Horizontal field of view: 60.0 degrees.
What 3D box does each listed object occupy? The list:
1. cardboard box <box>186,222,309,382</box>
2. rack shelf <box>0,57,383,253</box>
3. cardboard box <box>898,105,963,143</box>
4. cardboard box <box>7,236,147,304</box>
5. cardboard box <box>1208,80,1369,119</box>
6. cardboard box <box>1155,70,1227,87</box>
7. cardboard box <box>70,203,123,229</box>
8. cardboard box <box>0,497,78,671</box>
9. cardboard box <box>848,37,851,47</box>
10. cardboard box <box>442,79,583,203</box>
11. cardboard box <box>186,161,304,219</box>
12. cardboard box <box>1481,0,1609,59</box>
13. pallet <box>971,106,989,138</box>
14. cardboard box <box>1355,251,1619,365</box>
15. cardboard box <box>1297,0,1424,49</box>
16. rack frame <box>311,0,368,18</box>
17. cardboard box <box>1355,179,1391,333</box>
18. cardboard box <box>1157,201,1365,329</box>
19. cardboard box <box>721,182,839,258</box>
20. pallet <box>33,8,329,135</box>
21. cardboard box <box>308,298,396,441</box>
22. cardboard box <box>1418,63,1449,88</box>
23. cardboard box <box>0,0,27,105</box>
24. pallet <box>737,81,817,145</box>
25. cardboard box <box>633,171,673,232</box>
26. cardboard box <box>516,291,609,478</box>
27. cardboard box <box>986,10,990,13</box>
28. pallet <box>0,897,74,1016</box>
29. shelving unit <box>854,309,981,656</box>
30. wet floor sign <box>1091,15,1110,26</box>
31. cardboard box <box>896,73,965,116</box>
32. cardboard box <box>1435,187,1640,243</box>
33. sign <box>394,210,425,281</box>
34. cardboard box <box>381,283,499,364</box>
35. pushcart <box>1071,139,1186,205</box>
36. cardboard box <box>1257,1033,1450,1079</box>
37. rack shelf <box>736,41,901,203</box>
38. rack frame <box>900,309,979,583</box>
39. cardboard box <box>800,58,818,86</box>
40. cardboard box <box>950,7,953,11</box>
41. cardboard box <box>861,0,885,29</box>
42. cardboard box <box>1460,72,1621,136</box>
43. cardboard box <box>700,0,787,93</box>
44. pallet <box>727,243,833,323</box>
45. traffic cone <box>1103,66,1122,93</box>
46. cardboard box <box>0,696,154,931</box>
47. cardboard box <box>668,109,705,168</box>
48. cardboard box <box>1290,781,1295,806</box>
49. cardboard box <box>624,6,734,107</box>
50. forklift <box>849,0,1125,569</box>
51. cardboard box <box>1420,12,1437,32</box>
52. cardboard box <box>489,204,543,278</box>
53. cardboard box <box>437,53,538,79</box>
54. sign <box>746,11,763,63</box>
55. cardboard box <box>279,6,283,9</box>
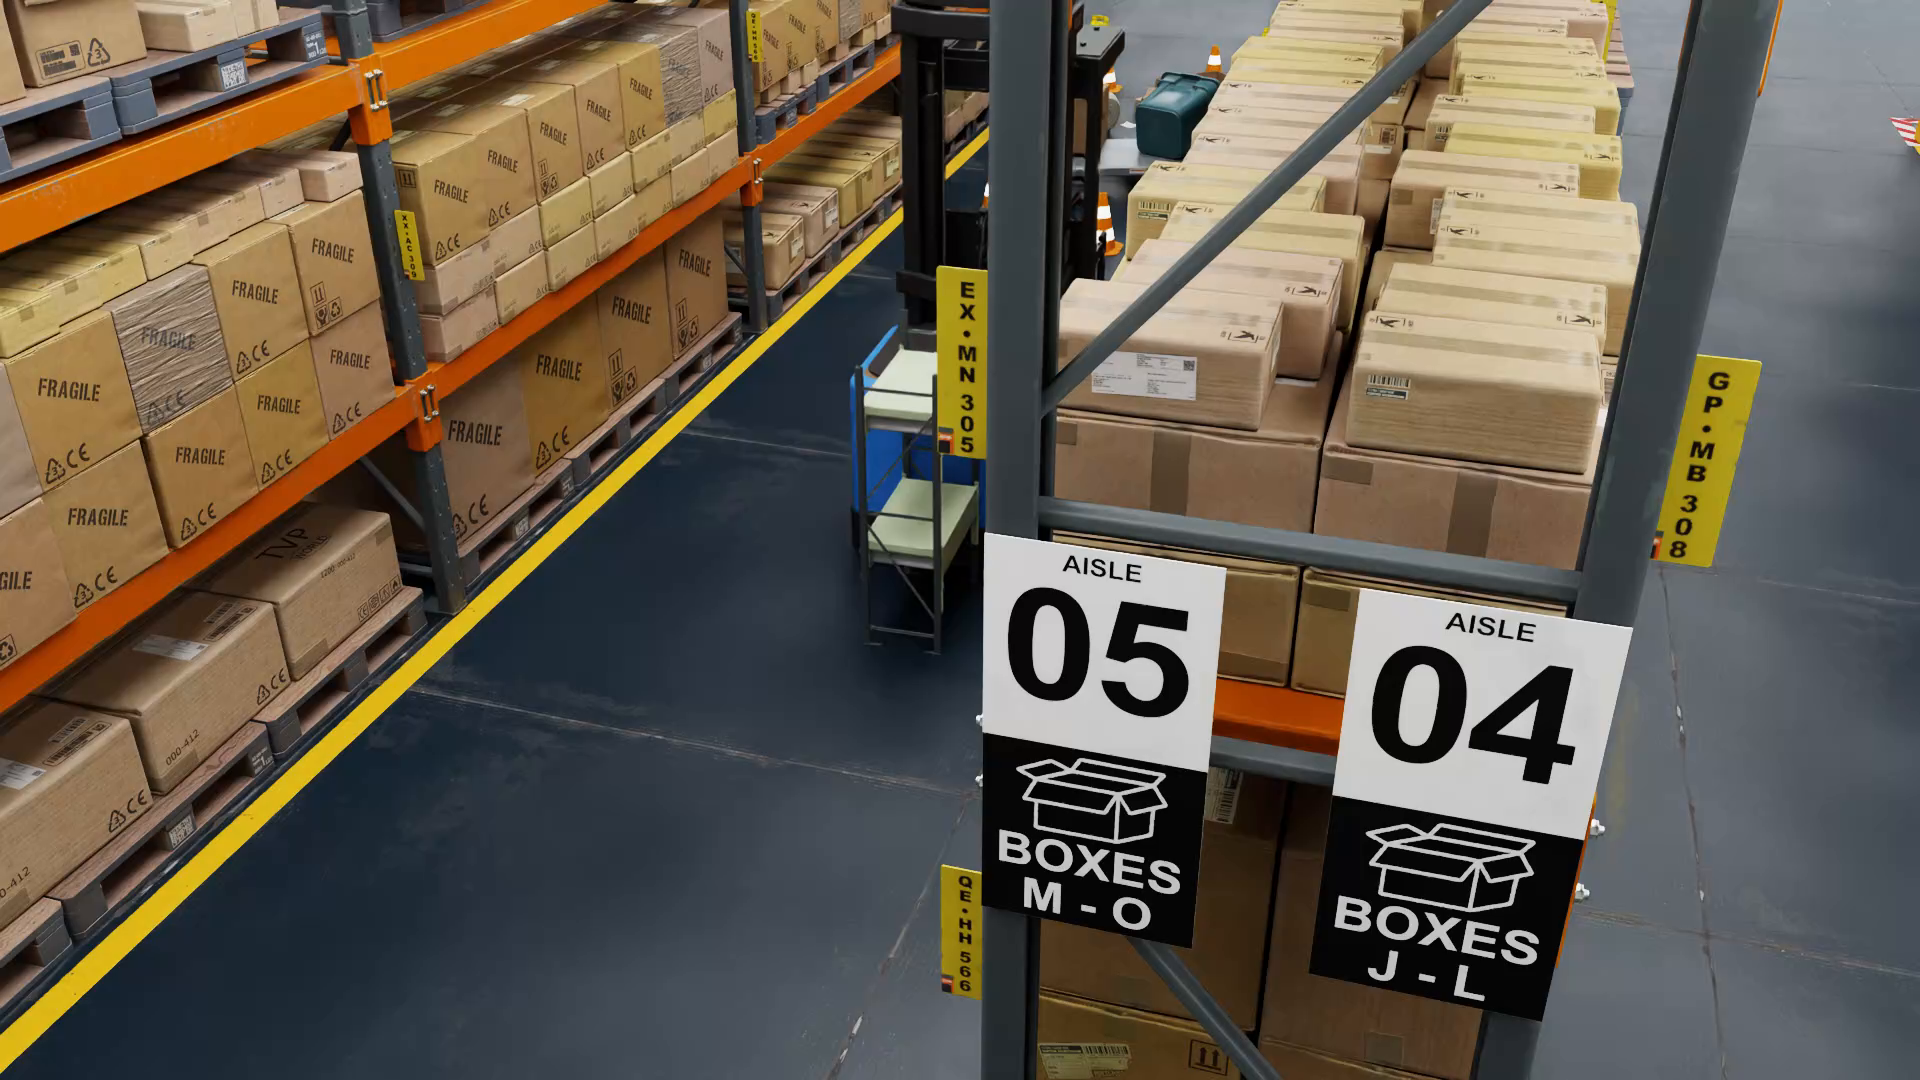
[{"bbox_3d":[-3.083,-1.000,6.830,0.500,0.500,0.500,8,30,14],"label":"cardboard box"},{"bbox_3d":[-3.638,-1.079,5.759,1.077,0.370,4.000,8,30,15],"label":"rack shelf"},{"bbox_3d":[-0.272,-3.948,15.658,0.500,0.250,0.500,7,30,13],"label":"cardboard box"},{"bbox_3d":[-3.273,-1.003,6.169,0.380,0.149,0.250,8,30,14],"label":"cardboard box"},{"bbox_3d":[0.826,-1.041,4.179,0.380,0.149,0.250,8,30,13],"label":"cardboard box"},{"bbox_3d":[2.376,-4.321,16.499,0.797,0.503,0.637,-12,31,-20],"label":"cardboard box"},{"bbox_3d":[-3.618,-1.314,6.728,0.380,0.149,0.250,8,30,15],"label":"cardboard box"},{"bbox_3d":[-3.522,0.148,5.796,0.500,0.500,0.500,8,30,15],"label":"cardboard box"},{"bbox_3d":[-1.079,-3.946,13.084,0.380,0.149,0.250,7,30,13],"label":"cardboard box"},{"bbox_3d":[-2.375,-2.130,8.861,0.500,0.500,0.500,8,30,14],"label":"cardboard box"},{"bbox_3d":[-3.019,-1.481,7.028,0.380,0.149,0.250,9,30,16],"label":"cardboard box"},{"bbox_3d":[1.781,-1.563,5.118,0.380,0.149,0.250,8,30,15],"label":"cardboard box"},{"bbox_3d":[-0.184,-4.398,16.938,1.003,0.211,1.213,8,30,15],"label":"pallet"},{"bbox_3d":[1.066,-0.368,3.380,0.500,0.250,0.500,8,30,14],"label":"cardboard box"},{"bbox_3d":[1.262,-1.644,5.264,0.380,0.149,0.250,8,30,14],"label":"cardboard box"},{"bbox_3d":[-3.051,-3.634,6.526,1.000,3.000,0.127,8,30,15],"label":"rack frame"},{"bbox_3d":[0.730,-0.684,3.948,0.500,0.250,0.500,9,30,16],"label":"cardboard box"},{"bbox_3d":[0.594,-0.549,3.295,0.380,0.149,0.250,8,30,13],"label":"cardboard box"},{"bbox_3d":[-1.493,-2.512,12.951,0.950,0.372,0.625,8,30,14],"label":"cardboard box"},{"bbox_3d":[-3.301,-1.906,6.596,1.003,0.211,1.213,8,30,15],"label":"pallet"},{"bbox_3d":[-2.943,-0.804,7.507,0.500,0.500,0.500,9,30,15],"label":"cardboard box"},{"bbox_3d":[1.654,-1.326,5.102,0.500,0.250,0.500,7,30,13],"label":"cardboard box"},{"bbox_3d":[-3.490,-1.651,5.409,0.500,0.500,0.500,9,30,16],"label":"cardboard box"},{"bbox_3d":[-1.770,-3.134,11.995,1.213,0.211,1.003,8,30,15],"label":"pallet"},{"bbox_3d":[-2.076,-2.062,10.026,0.500,0.250,0.500,8,30,14],"label":"cardboard box"},{"bbox_3d":[-2.688,-0.988,9.694,0.875,0.875,0.875,9,30,16],"label":"cardboard box"},{"bbox_3d":[0.286,-5.354,16.747,0.380,0.149,0.250,10,31,17],"label":"cardboard box"},{"bbox_3d":[-4.066,1.682,6.009,1.003,0.211,1.213,8,30,15],"label":"pallet"},{"bbox_3d":[-0.192,-0.283,8.215,0.431,1.500,0.755,7,30,13],"label":"shelving unit"},{"bbox_3d":[1.550,-5.496,18.466,0.267,0.644,0.232,20,35,32],"label":"wet floor sign"},{"bbox_3d":[-0.272,-4.276,15.475,0.500,0.500,0.500,10,31,17],"label":"cardboard box"},{"bbox_3d":[1.162,-0.595,3.378,0.380,0.149,0.250,9,30,16],"label":"cardboard box"},{"bbox_3d":[-2.520,-1.347,7.614,0.100,0.325,0.005,8,30,15],"label":"sign"},{"bbox_3d":[-2.670,-1.114,8.321,0.500,0.250,0.500,8,30,14],"label":"cardboard box"},{"bbox_3d":[1.491,-3.282,14.762,1.648,0.377,0.936,-1,29,-3],"label":"pushcart"},{"bbox_3d":[0.932,1.163,3.665,0.500,0.500,0.500,10,31,17],"label":"cardboard box"},{"bbox_3d":[-1.290,-3.486,13.172,1.077,0.370,4.000,8,30,15],"label":"rack shelf"},{"bbox_3d":[-0.099,-0.455,8.525,0.400,1.500,0.023,7,30,13],"label":"rack frame"},{"bbox_3d":[-1.264,-3.442,12.178,0.380,0.149,0.250,9,30,15],"label":"cardboard box"},{"bbox_3d":[-0.279,-4.846,15.134,0.380,0.149,0.250,9,30,16],"label":"cardboard box"},{"bbox_3d":[-0.921,-4.370,13.180,0.500,0.500,0.500,10,30,17],"label":"cardboard box"},{"bbox_3d":[1.470,-1.081,4.253,0.380,0.149,0.250,8,30,14],"label":"cardboard box"},{"bbox_3d":[-1.524,-3.405,11.444,0.500,0.500,0.500,8,30,13],"label":"cardboard box"},{"bbox_3d":[-1.646,-2.016,12.656,1.003,0.211,1.213,8,30,15],"label":"pallet"},{"bbox_3d":[1.578,-5.097,17.936,0.336,0.463,0.334,8,30,15],"label":"traffic cone"},{"bbox_3d":[-3.867,1.035,6.507,0.875,0.438,0.875,9,30,16],"label":"cardboard box"},{"bbox_3d":[-1.923,-2.524,10.342,0.500,0.250,0.500,8,30,14],"label":"cardboard box"},{"bbox_3d":[0.582,0.412,3.987,0.500,0.500,0.500,7,30,13],"label":"cardboard box"},{"bbox_3d":[-1.779,-3.074,10.560,0.500,0.500,0.500,8,30,14],"label":"cardboard box"},{"bbox_3d":[0.283,-1.804,9.478,1.130,2.935,3.031,7,30,13],"label":"forklift"},{"bbox_3d":[1.340,-1.627,5.644,0.500,0.250,0.500,9,30,17],"label":"cardboard box"},{"bbox_3d":[-2.526,-1.576,8.637,0.500,0.250,0.500,9,30,16],"label":"cardboard box"},{"bbox_3d":[-2.710,-2.454,9.444,0.500,0.500,0.500,9,30,16],"label":"cardboard box"},{"bbox_3d":[-1.346,-3.300,10.905,0.100,0.325,0.005,8,30,15],"label":"sign"},{"bbox_3d":[-5.941,-4.375,13.670,0.500,0.250,0.500,8,30,14],"label":"cardboard box"}]
